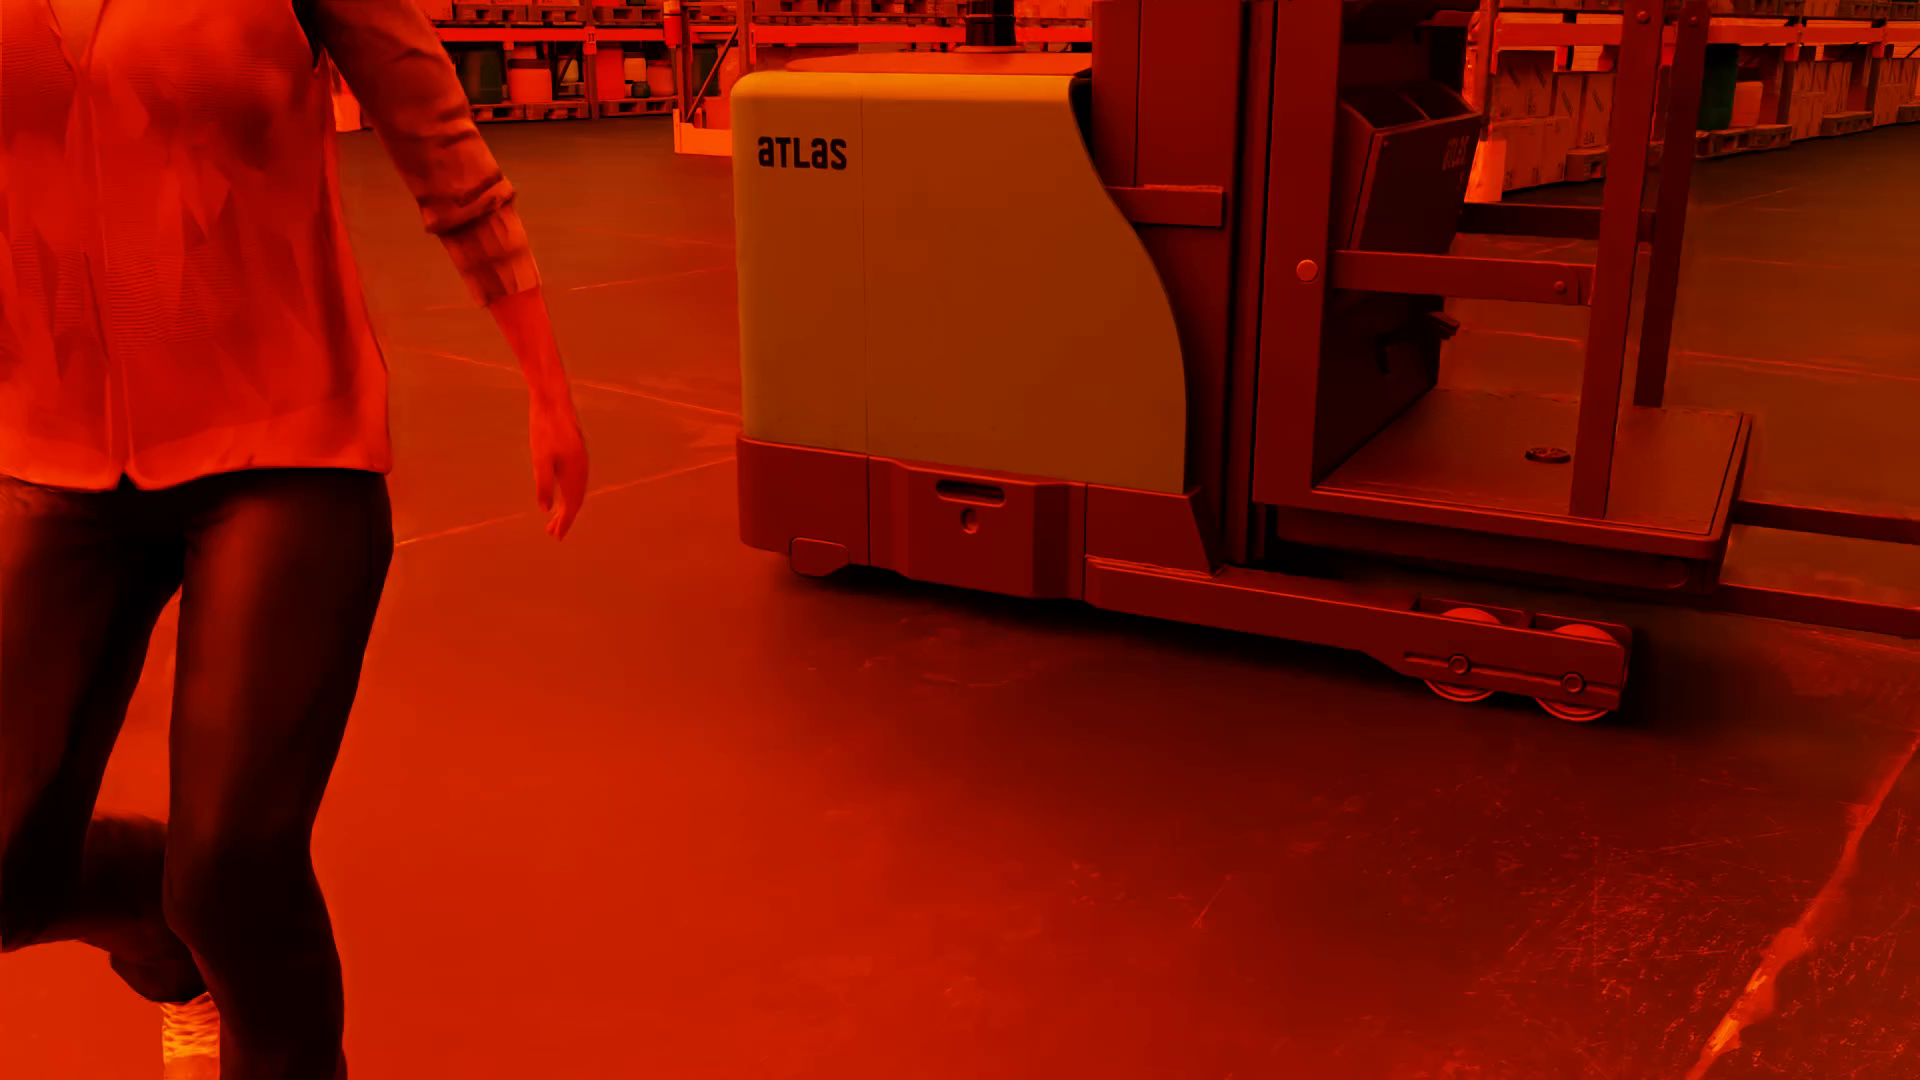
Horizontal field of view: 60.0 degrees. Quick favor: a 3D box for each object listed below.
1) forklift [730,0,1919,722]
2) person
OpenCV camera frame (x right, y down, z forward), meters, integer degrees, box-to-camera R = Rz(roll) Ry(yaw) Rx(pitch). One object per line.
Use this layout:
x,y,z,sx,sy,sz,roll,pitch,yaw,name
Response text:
1.060,-1.262,3.053,3.031,2.935,1.130,8,19,26,forklift
-0.654,-0.051,1.456,0.595,1.555,0.535,0,17,0,person
